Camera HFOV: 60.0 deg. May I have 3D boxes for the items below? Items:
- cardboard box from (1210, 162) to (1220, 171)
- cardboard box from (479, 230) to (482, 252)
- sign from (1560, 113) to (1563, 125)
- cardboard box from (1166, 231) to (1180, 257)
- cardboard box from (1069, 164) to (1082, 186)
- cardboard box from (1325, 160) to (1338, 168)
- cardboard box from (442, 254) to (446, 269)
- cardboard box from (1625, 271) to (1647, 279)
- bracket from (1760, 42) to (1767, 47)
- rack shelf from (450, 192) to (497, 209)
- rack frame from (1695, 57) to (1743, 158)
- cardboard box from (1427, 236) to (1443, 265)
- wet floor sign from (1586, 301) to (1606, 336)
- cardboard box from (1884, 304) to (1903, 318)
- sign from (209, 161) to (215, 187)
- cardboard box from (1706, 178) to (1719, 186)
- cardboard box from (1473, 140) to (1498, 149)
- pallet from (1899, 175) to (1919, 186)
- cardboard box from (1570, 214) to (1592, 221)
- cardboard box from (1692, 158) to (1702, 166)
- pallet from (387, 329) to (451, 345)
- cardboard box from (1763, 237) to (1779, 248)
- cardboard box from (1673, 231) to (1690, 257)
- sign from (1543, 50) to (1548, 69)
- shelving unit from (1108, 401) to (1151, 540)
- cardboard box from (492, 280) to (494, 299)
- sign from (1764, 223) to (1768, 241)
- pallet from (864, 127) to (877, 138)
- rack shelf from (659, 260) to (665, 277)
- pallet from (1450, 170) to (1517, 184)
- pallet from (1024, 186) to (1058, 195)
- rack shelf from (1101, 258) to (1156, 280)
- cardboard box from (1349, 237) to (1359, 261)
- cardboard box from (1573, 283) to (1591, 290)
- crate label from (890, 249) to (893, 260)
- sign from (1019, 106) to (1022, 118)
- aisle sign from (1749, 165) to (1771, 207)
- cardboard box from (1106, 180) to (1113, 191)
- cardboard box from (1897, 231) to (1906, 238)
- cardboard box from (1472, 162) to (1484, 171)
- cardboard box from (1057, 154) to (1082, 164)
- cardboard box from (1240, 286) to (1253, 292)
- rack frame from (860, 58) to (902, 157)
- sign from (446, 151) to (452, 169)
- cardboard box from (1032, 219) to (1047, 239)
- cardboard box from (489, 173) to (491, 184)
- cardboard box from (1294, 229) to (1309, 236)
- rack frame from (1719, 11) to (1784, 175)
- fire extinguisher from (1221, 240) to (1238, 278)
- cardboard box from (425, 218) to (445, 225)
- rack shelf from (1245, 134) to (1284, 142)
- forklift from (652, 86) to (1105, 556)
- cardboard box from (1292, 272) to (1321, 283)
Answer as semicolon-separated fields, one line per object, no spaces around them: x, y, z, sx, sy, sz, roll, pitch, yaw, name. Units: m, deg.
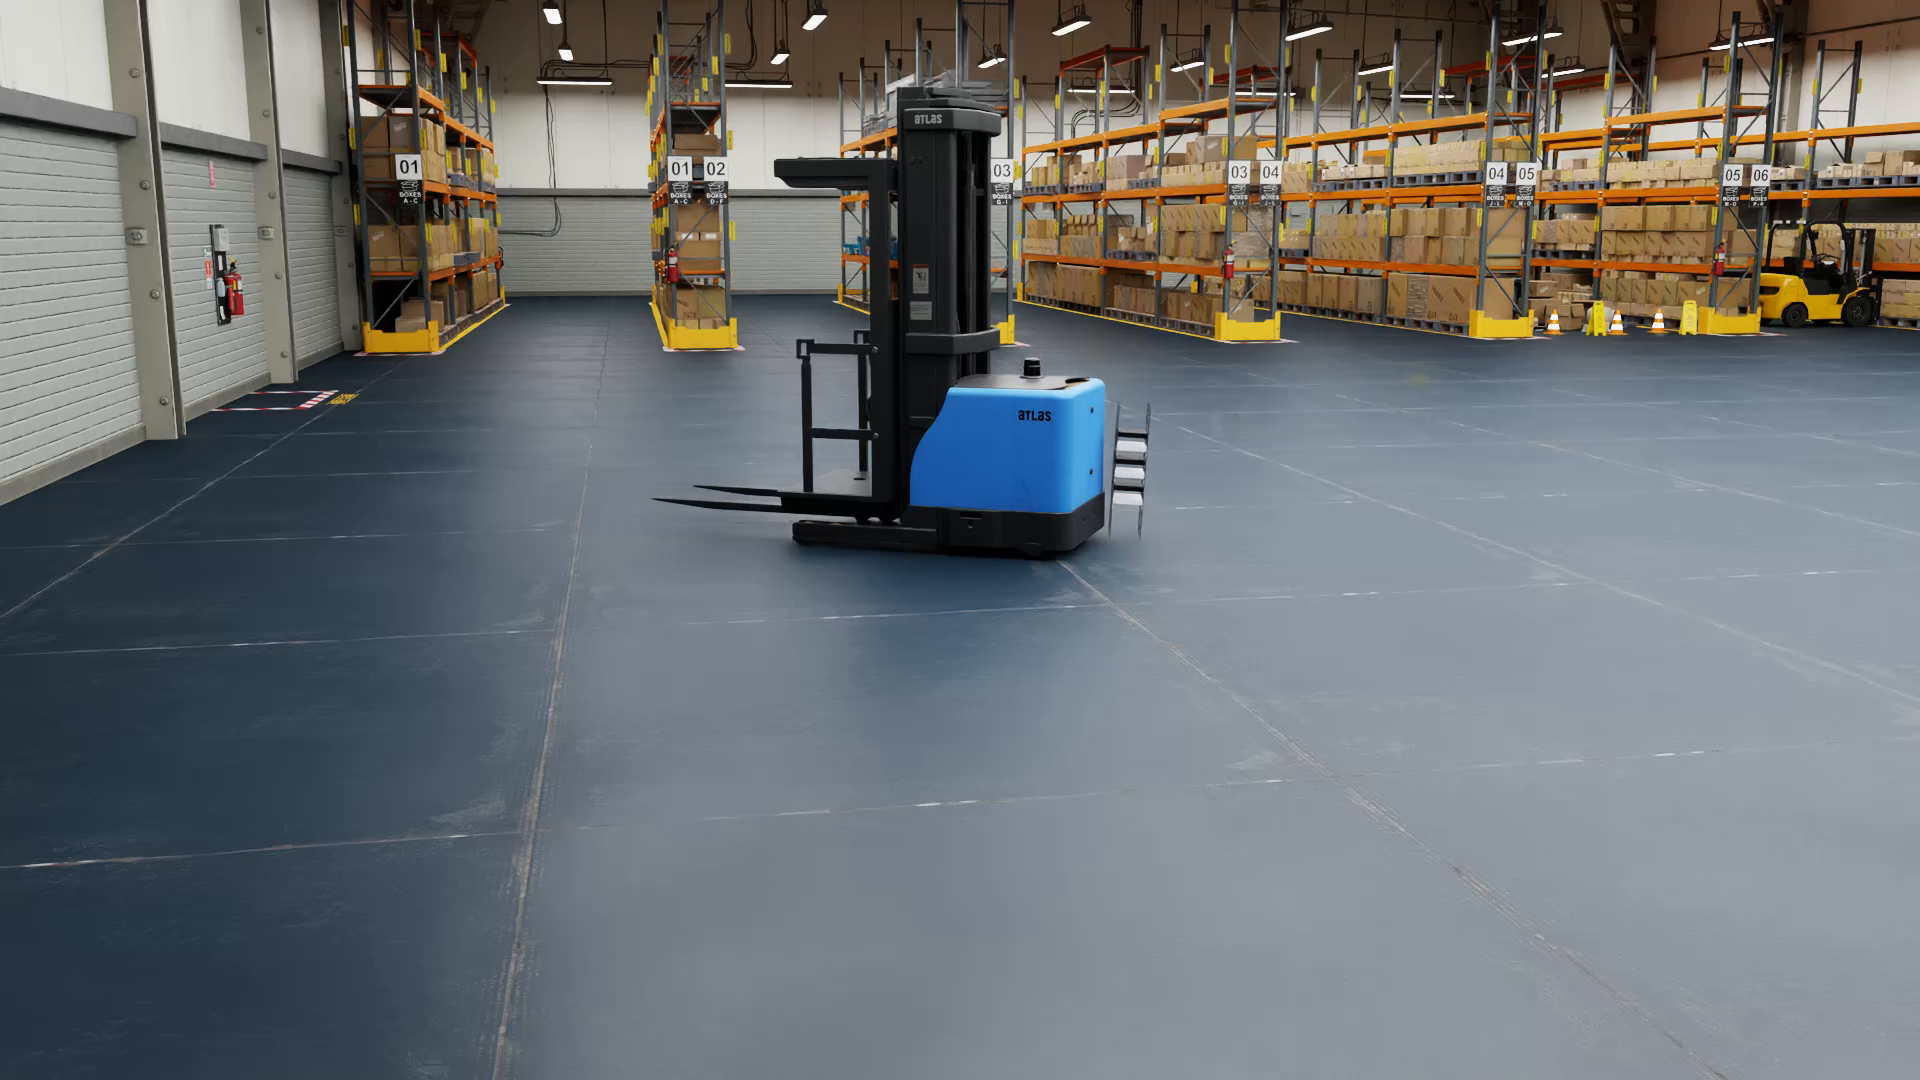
4.834;-6.879;30.628;0.380;0.149;0.250;-3;11;-13;cardboard box
-11.084;-6.750;37.521;0.500;0.500;0.500;-2;11;-11;cardboard box
17.316;-12.122;47.895;0.100;0.325;0.005;-2;11;-11;sign
4.602;-5.897;33.091;0.875;0.500;0.500;-2;11;-11;cardboard box
3.079;-8.969;40.885;0.700;0.500;0.500;-2;11;-10;cardboard box
8.711;-8.852;39.345;0.396;0.266;0.258;-2;11;-11;cardboard box
-9.374;-4.923;29.389;0.500;0.250;0.500;-2;11;-10;cardboard box
14.150;-5.545;34.796;0.380;0.149;0.250;-2;11;-9;cardboard box
19.032;-11.727;39.113;0.235;0.232;0.430;-2;11;-11;bracket
-12.009;-8.293;40.646;1.077;0.370;4.000;-2;11;-11;rack shelf
18.323;-10.101;40.202;1.000;3.000;0.127;-2;11;-11;rack frame
9.801;-5.750;32.986;0.875;0.550;0.500;-2;11;-11;cardboard box
12.123;-4.217;31.629;0.267;0.644;0.232;-4;12;-21;wet floor sign
19.391;-4.709;34.145;0.500;0.250;0.500;-2;11;-11;cardboard box
-8.756;-4.281;19.465;0.001;0.298;0.199;-2;11;-11;sign
14.668;-6.911;32.135;0.380;0.149;0.250;-2;11;-11;cardboard box
9.777;-7.354;30.938;0.380;0.149;0.250;-2;11;-10;cardboard box
19.767;-7.248;33.468;1.003;0.211;1.213;-2;11;-11;pallet
13.775;-7.162;36.882;0.380;0.149;0.250;-2;11;-13;cardboard box
14.576;-7.394;32.538;0.380;0.149;0.250;-2;11;-12;cardboard box
-9.658;-3.623;29.666;1.003;0.211;1.213;-2;11;-11;pallet
18.648;-6.767;37.794;0.500;0.250;0.500;-2;11;-12;cardboard box
14.543;-5.883;33.018;0.500;0.500;0.500;-2;11;-11;cardboard box
10.721;-8.810;30.495;0.100;0.325;0.005;-2;11;-11;sign
1.142;-0.471;11.235;0.210;0.900;0.258;4;11;3;shelving unit
-11.968;-6.209;41.359;0.700;0.500;0.500;-2;11;-13;cardboard box
15.543;-5.951;32.124;0.100;0.325;0.005;-2;11;-11;sign
-1.711;-9.673;39.528;1.003;0.211;1.213;-2;11;-11;pallet
-5.594;-5.533;34.168;1.077;0.370;4.000;-2;11;-11;rack shelf
10.021;-6.873;31.499;1.003;0.211;1.213;-2;11;-11;pallet
2.333;-9.374;44.641;1.003;0.211;1.213;-2;11;-11;pallet
4.124;-5.893;36.057;1.077;0.370;4.000;-2;11;-11;rack shelf
8.837;-6.361;36.329;0.500;0.500;0.500;-2;11;-10;cardboard box
17.080;-6.908;45.658;0.396;0.266;0.258;-2;11;-9;cardboard box
-1.410;-6.259;36.509;0.303;0.233;0.416;-2;11;-11;crate label
1.633;-11.545;44.863;0.100;0.325;0.005;-2;11;-11;sign
15.327;-6.783;31.858;0.394;0.787;0.004;-2;11;-11;aisle sign
3.576;-7.917;37.149;0.500;0.250;0.500;-2;11;-10;cardboard box
19.431;-6.250;34.007;0.380;0.149;0.250;-2;11;-11;cardboard box
9.778;-6.962;31.008;0.380;0.149;0.250;-2;11;-11;cardboard box
2.780;-9.666;42.270;0.500;0.250;0.500;-3;11;-15;cardboard box
7.468;-6.506;43.064;0.380;0.149;0.250;-2;11;-10;cardboard box
-1.902;-10.113;40.264;1.000;3.000;0.127;-2;11;-11;rack frame
-9.533;-7.087;31.006;0.100;0.325;0.005;-2;11;-11;sign
2.211;-8.236;44.048;0.500;0.500;0.500;-2;11;-13;cardboard box
-11.786;-8.880;40.815;0.500;0.250;0.500;-2;11;-13;cardboard box
8.074;-7.223;39.081;0.380;0.149;0.250;-3;11;-13;cardboard box
15.011;-8.453;31.541;1.000;3.000;0.127;-2;11;-11;rack frame
4.861;-5.070;30.017;0.296;0.674;0.183;-2;11;-11;fire extinguisher
-11.184;-6.720;35.356;0.500;0.250;0.500;-2;11;-9;cardboard box
7.452;-10.467;44.056;1.077;0.370;4.000;-2;11;-11;rack shelf
-0.591;-1.477;11.116;3.031;2.935;1.130;4;11;18;forklift
8.229;-6.237;39.501;0.500;0.250;0.500;-2;11;-12;cardboard box
